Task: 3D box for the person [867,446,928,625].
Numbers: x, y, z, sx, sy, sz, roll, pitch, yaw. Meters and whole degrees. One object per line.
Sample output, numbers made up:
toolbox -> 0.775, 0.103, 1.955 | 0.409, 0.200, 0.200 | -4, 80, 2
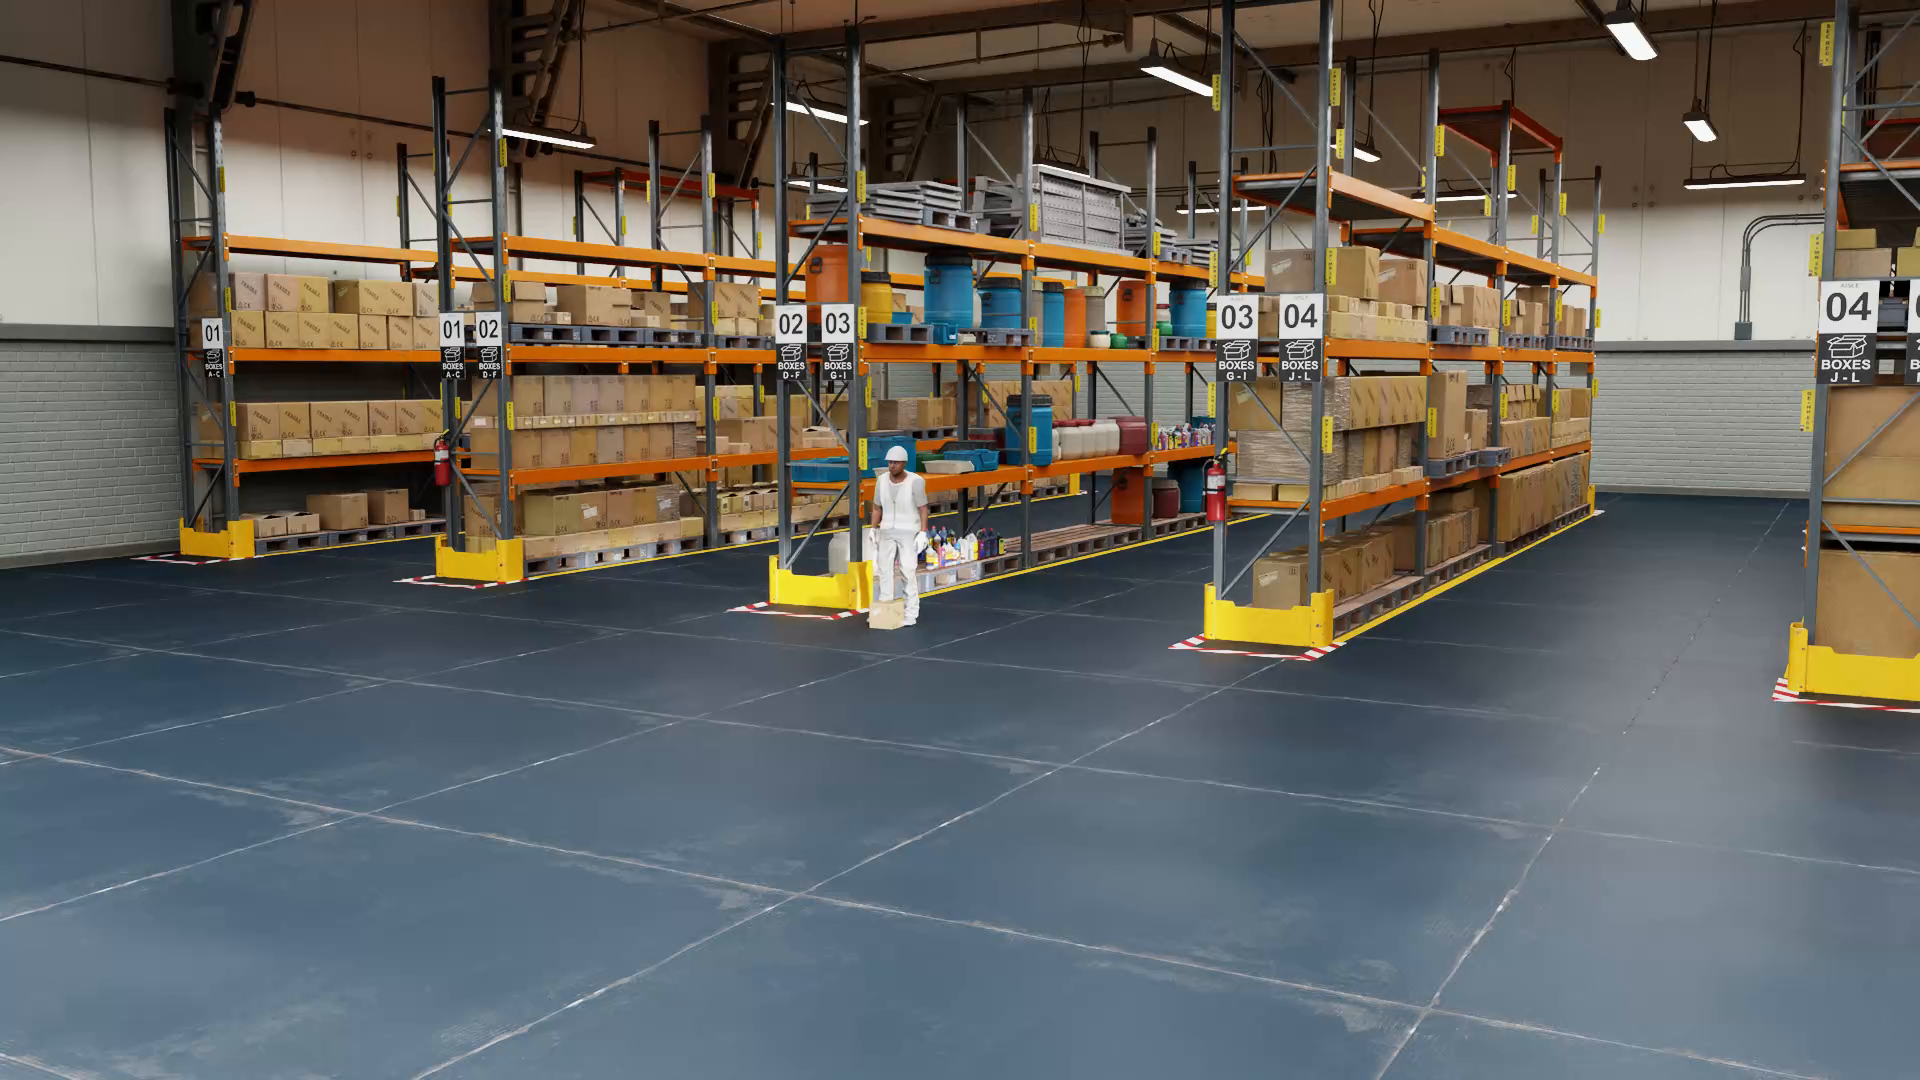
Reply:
person -> -0.610, -0.046, 16.468 | 0.631, 1.775, 0.443 | 3, 7, 26
